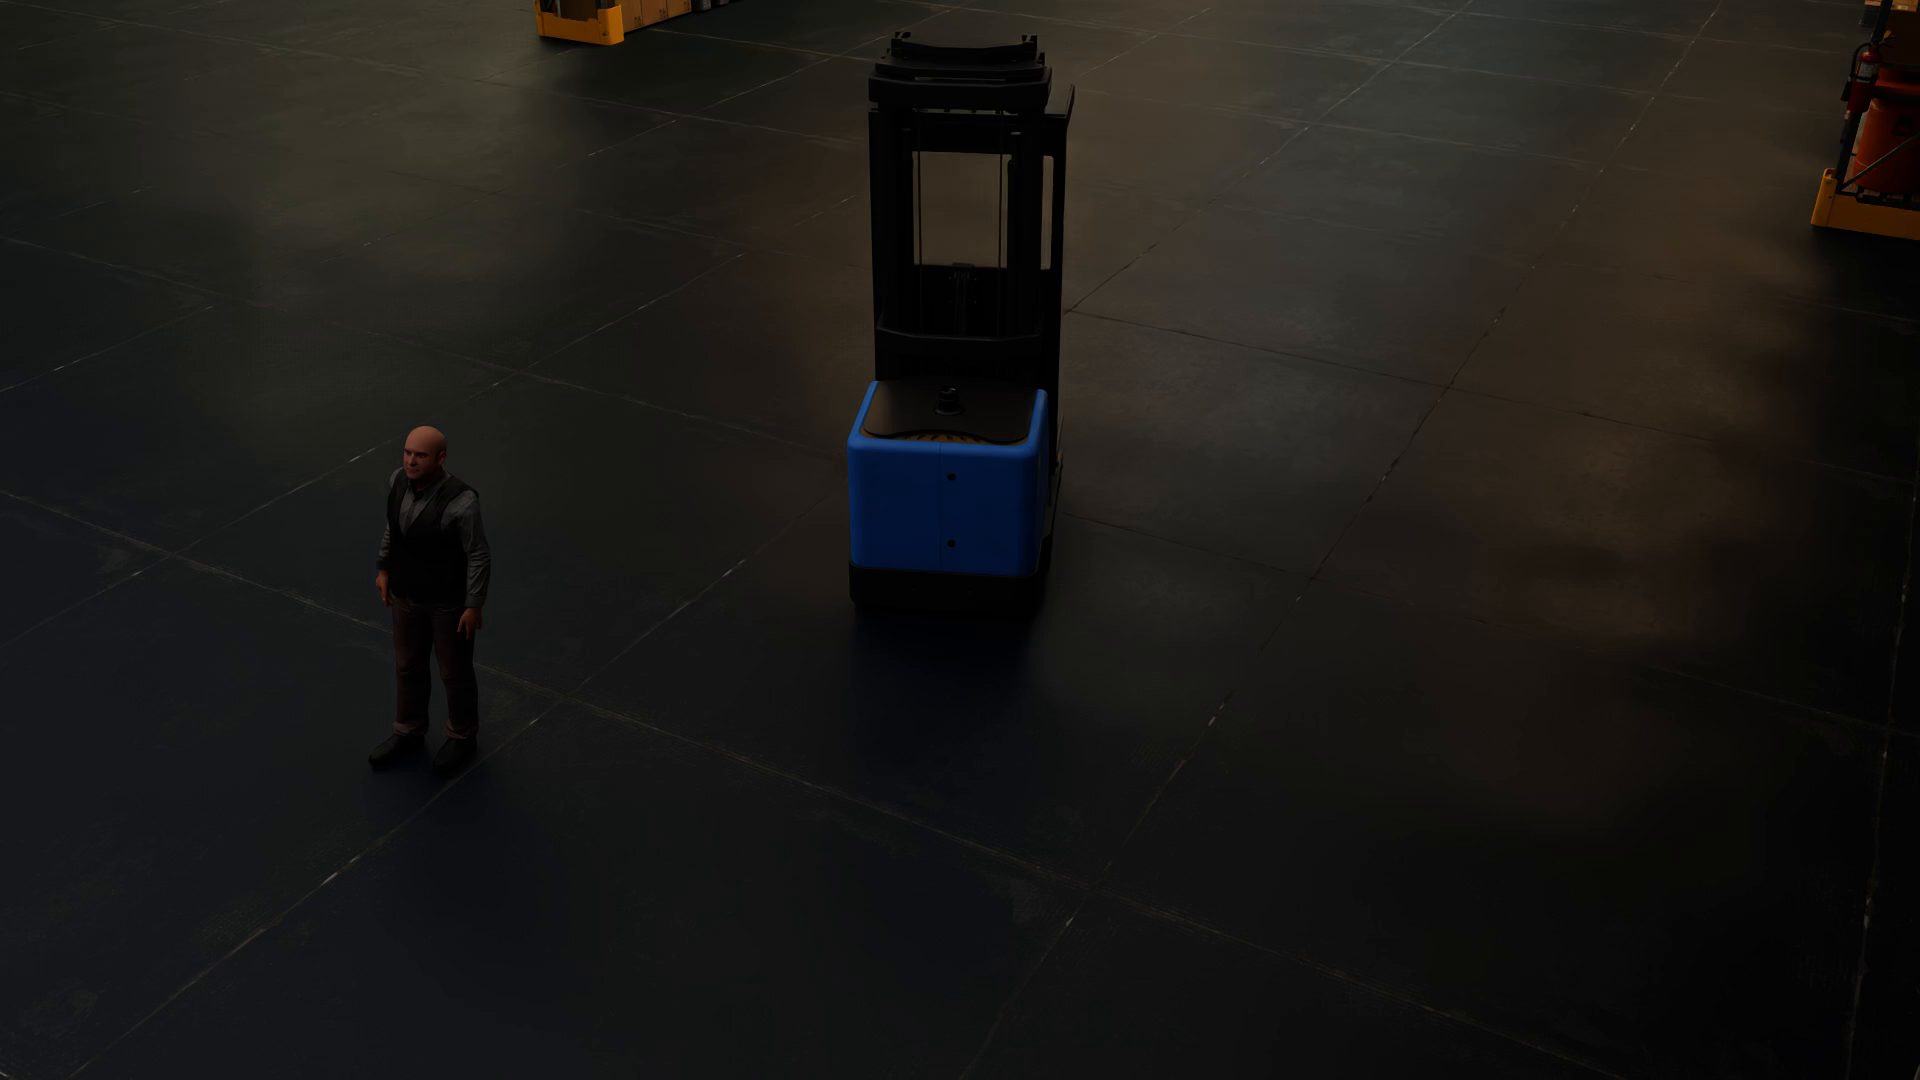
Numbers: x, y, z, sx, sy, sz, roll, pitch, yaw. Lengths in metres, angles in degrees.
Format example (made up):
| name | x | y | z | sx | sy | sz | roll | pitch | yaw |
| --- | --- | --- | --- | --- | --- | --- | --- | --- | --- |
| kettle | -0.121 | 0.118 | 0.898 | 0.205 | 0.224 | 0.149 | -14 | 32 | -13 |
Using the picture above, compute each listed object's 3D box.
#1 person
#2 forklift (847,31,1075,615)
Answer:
| name | x | y | z | sx | sy | sz | roll | pitch | yaw |
| --- | --- | --- | --- | --- | --- | --- | --- | --- | --- |
| person | -2.495 | 0.296 | 7.754 | 0.634 | 1.722 | 0.566 | 15 | 33 | 24 |
| forklift | 0.072 | -1.572 | 9.794 | 1.130 | 2.935 | 3.031 | 3 | 30 | 6 |
